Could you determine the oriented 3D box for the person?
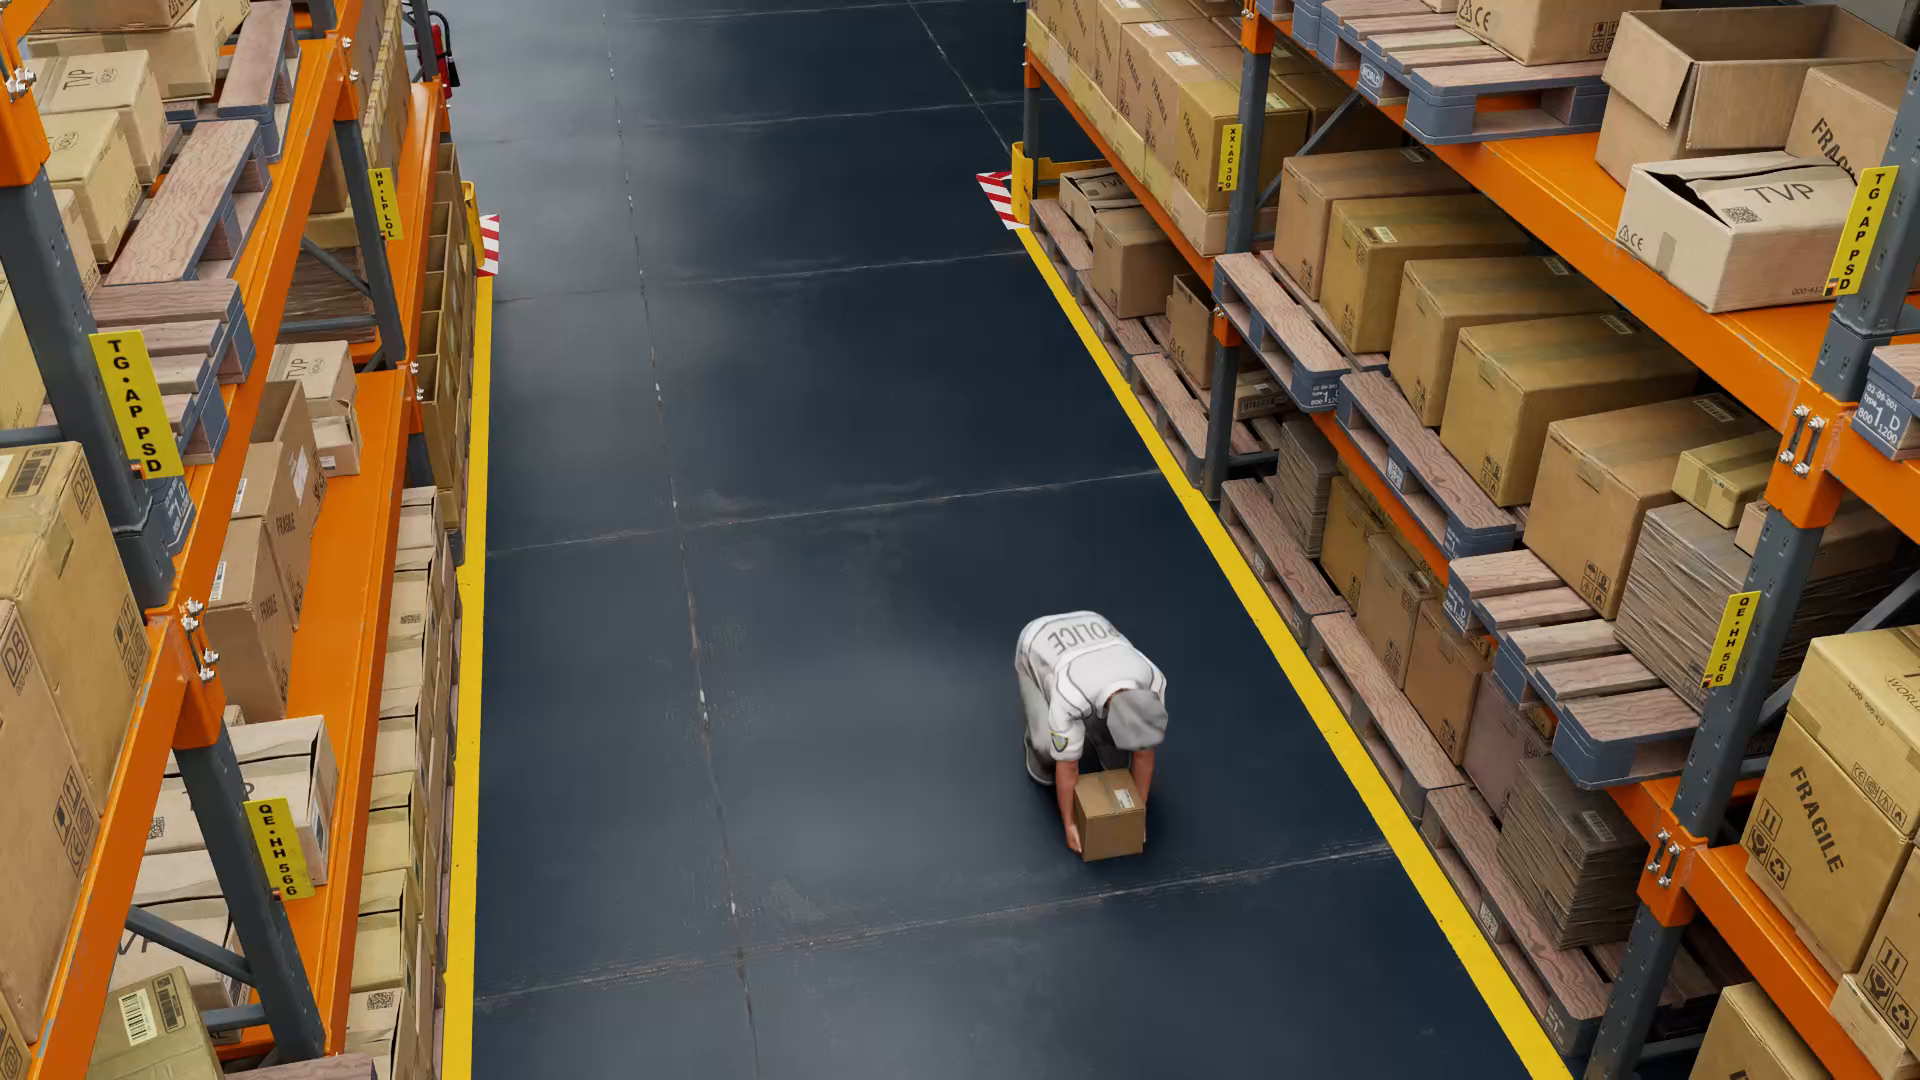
[{"bbox_3d":[0.546,0.743,6.924,0.531,0.855,1.008,-8,35,-11],"label":"person"}]
